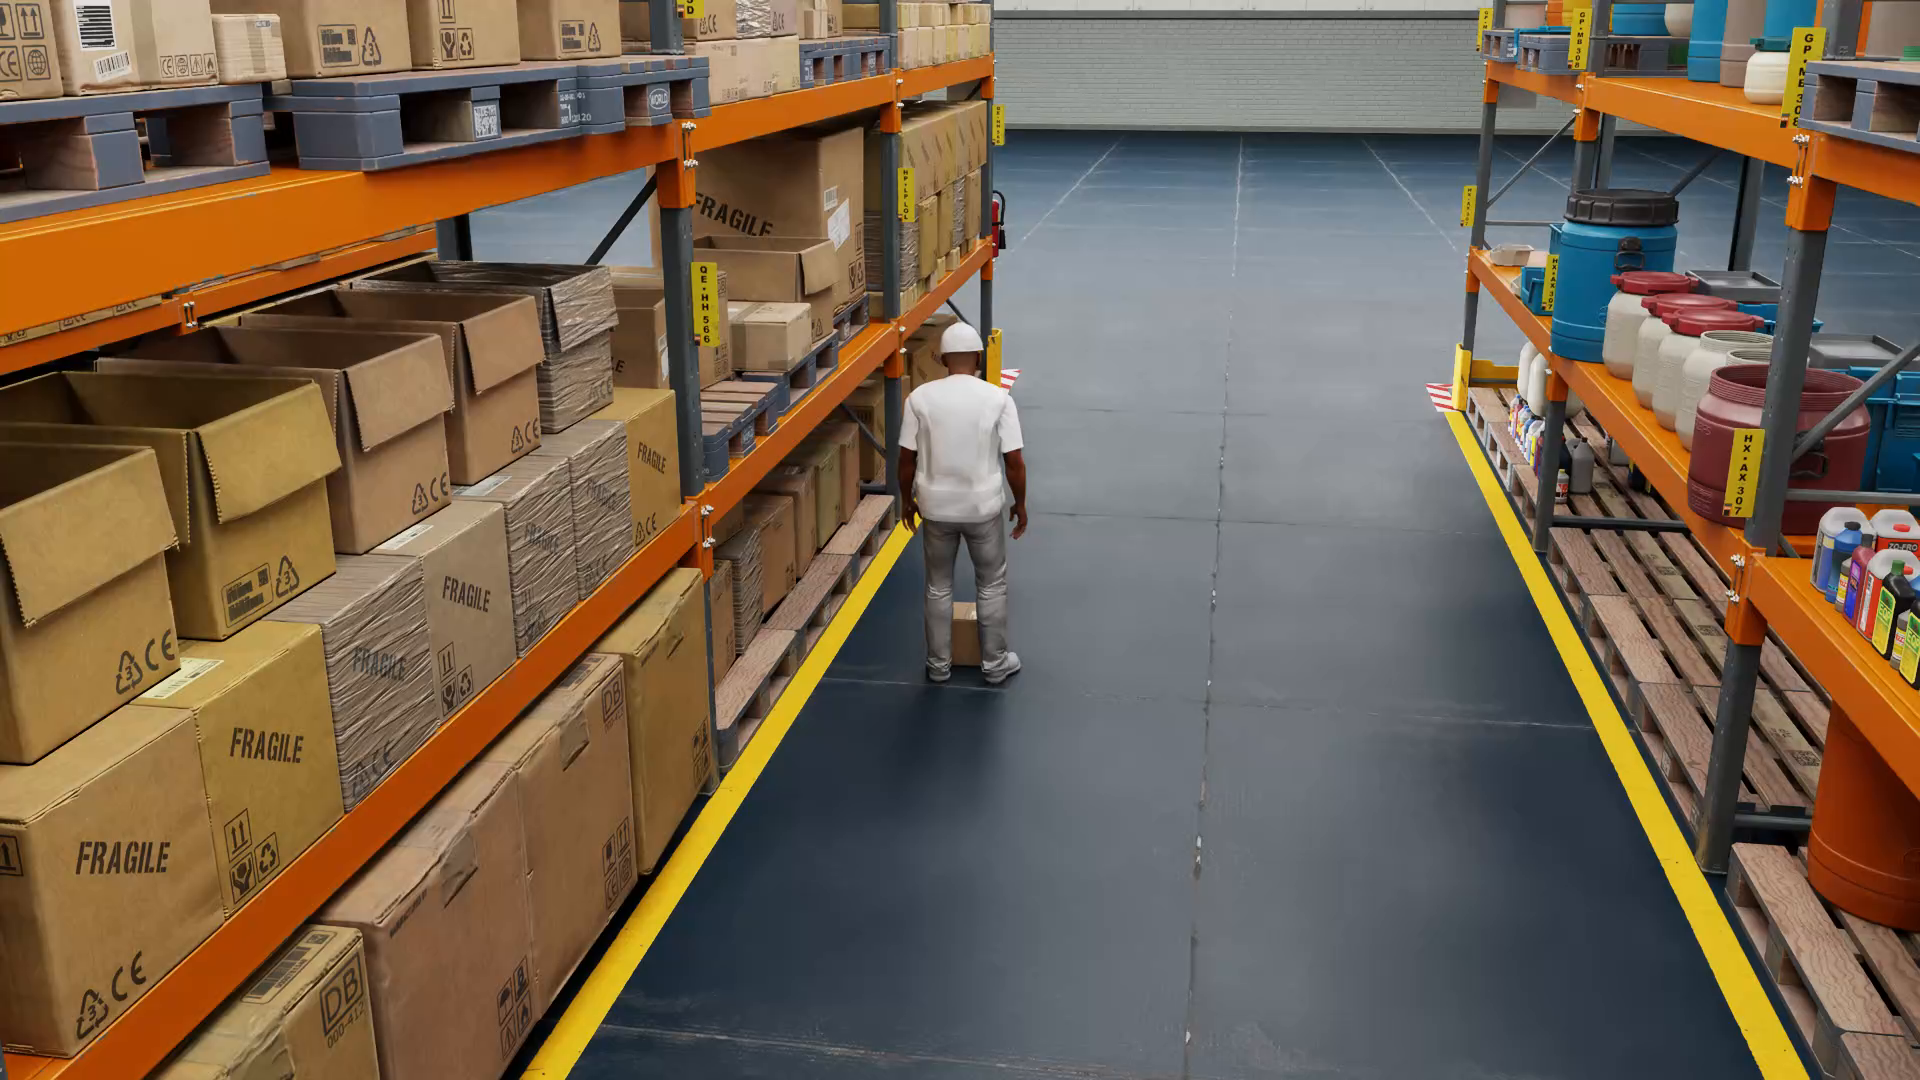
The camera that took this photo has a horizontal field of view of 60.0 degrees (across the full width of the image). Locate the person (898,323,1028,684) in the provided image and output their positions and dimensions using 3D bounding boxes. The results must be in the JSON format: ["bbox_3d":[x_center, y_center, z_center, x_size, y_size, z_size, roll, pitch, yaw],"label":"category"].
[{"bbox_3d":[0.015,-0.171,8.054,0.626,1.761,0.457,3,18,9],"label":"person"}]
